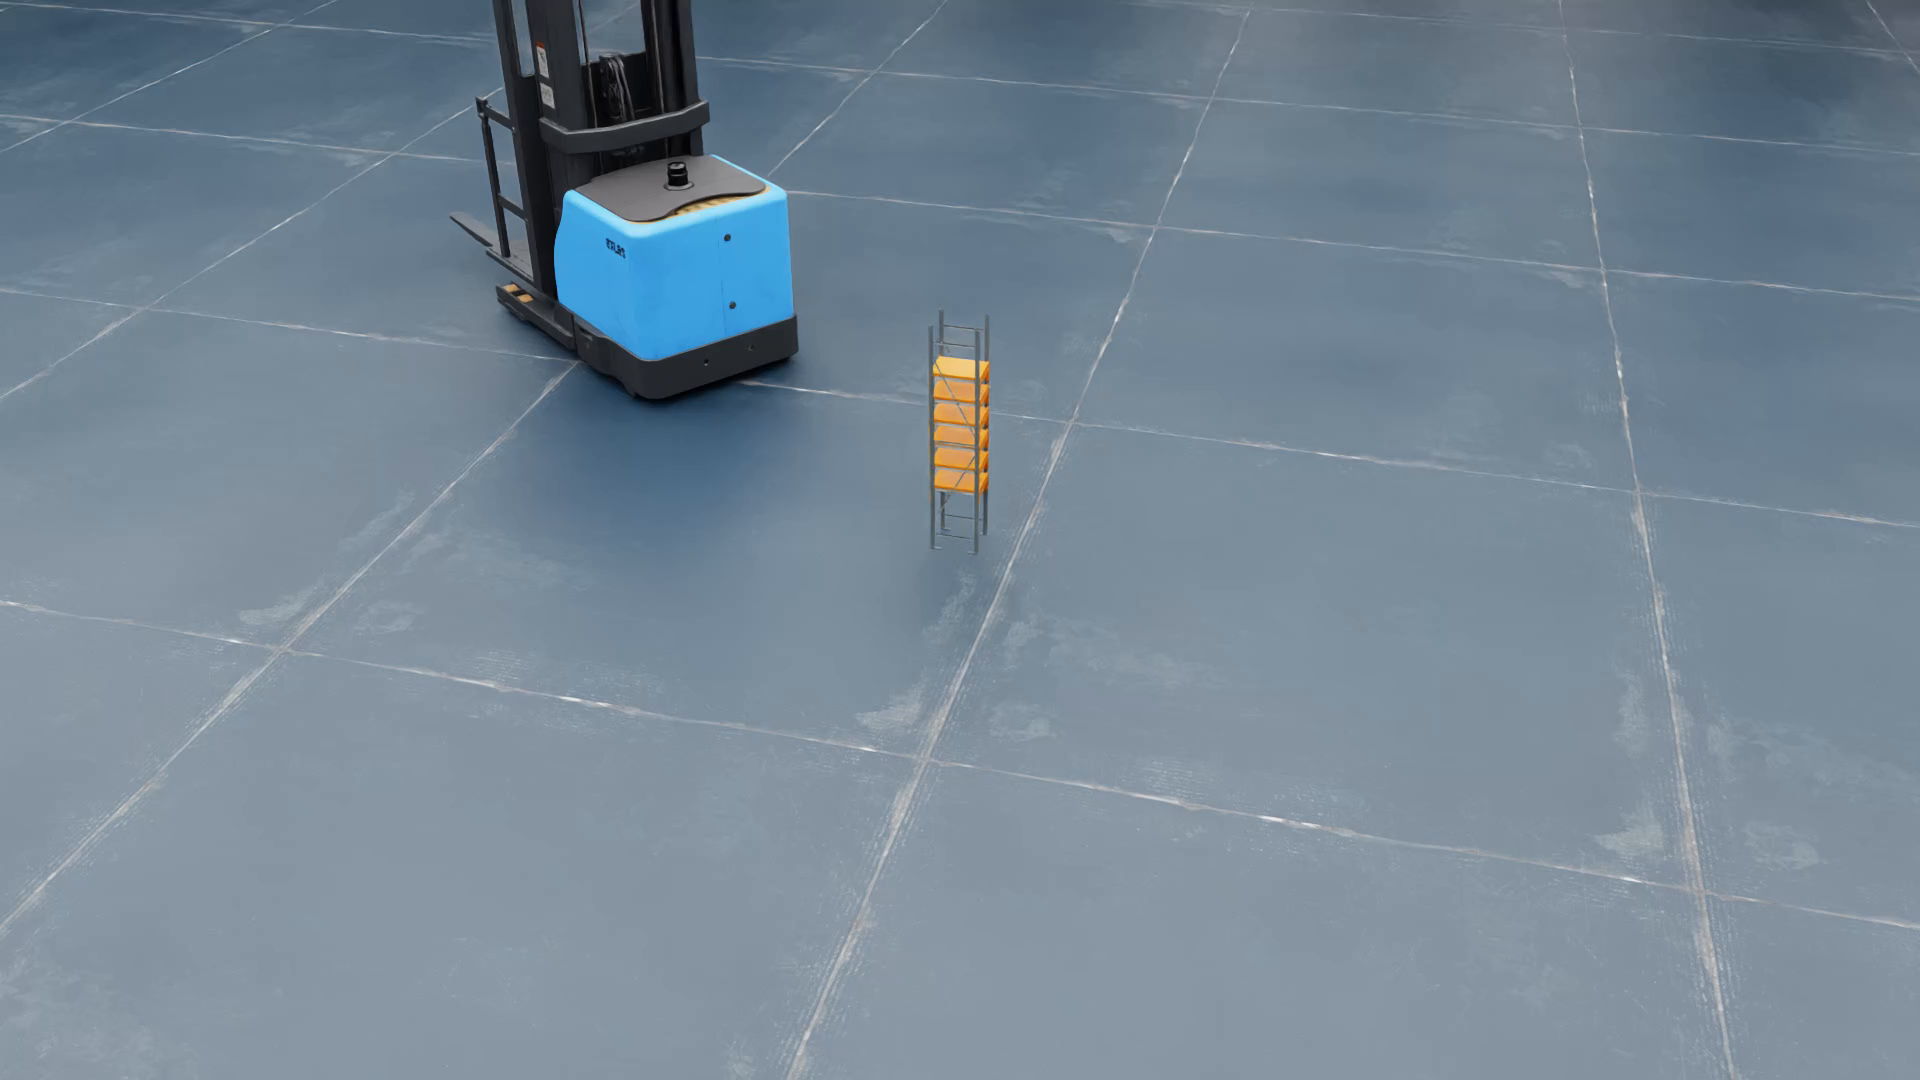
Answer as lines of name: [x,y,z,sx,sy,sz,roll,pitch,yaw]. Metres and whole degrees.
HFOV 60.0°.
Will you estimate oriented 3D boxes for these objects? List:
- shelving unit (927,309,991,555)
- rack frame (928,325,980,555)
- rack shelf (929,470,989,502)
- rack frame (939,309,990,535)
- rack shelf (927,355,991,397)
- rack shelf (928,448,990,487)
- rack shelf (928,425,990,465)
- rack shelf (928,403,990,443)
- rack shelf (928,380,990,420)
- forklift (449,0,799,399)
shelving unit: [-0.004,-0.499,7.916,0.258,1.200,0.189,8,33,12]
rack frame: [-0.027,-0.451,7.842,0.240,1.200,0.006,8,33,12]
rack shelf: [-0.004,-0.259,8.069,0.258,0.103,0.180,8,33,12]
rack frame: [0.020,-0.546,7.991,0.240,1.200,0.006,8,33,12]
rack shelf: [-0.004,-0.765,7.747,0.258,0.103,0.180,8,33,12]
rack shelf: [-0.004,-0.360,8.005,0.258,0.103,0.180,8,33,12]
rack shelf: [-0.004,-0.461,7.940,0.258,0.103,0.180,8,33,12]
rack shelf: [-0.004,-0.563,7.876,0.258,0.103,0.180,8,33,12]
rack shelf: [-0.004,-0.664,7.811,0.258,0.103,0.180,8,33,12]
forklift: [-2.275,-2.755,9.852,1.130,2.935,3.031,-23,39,-32]
